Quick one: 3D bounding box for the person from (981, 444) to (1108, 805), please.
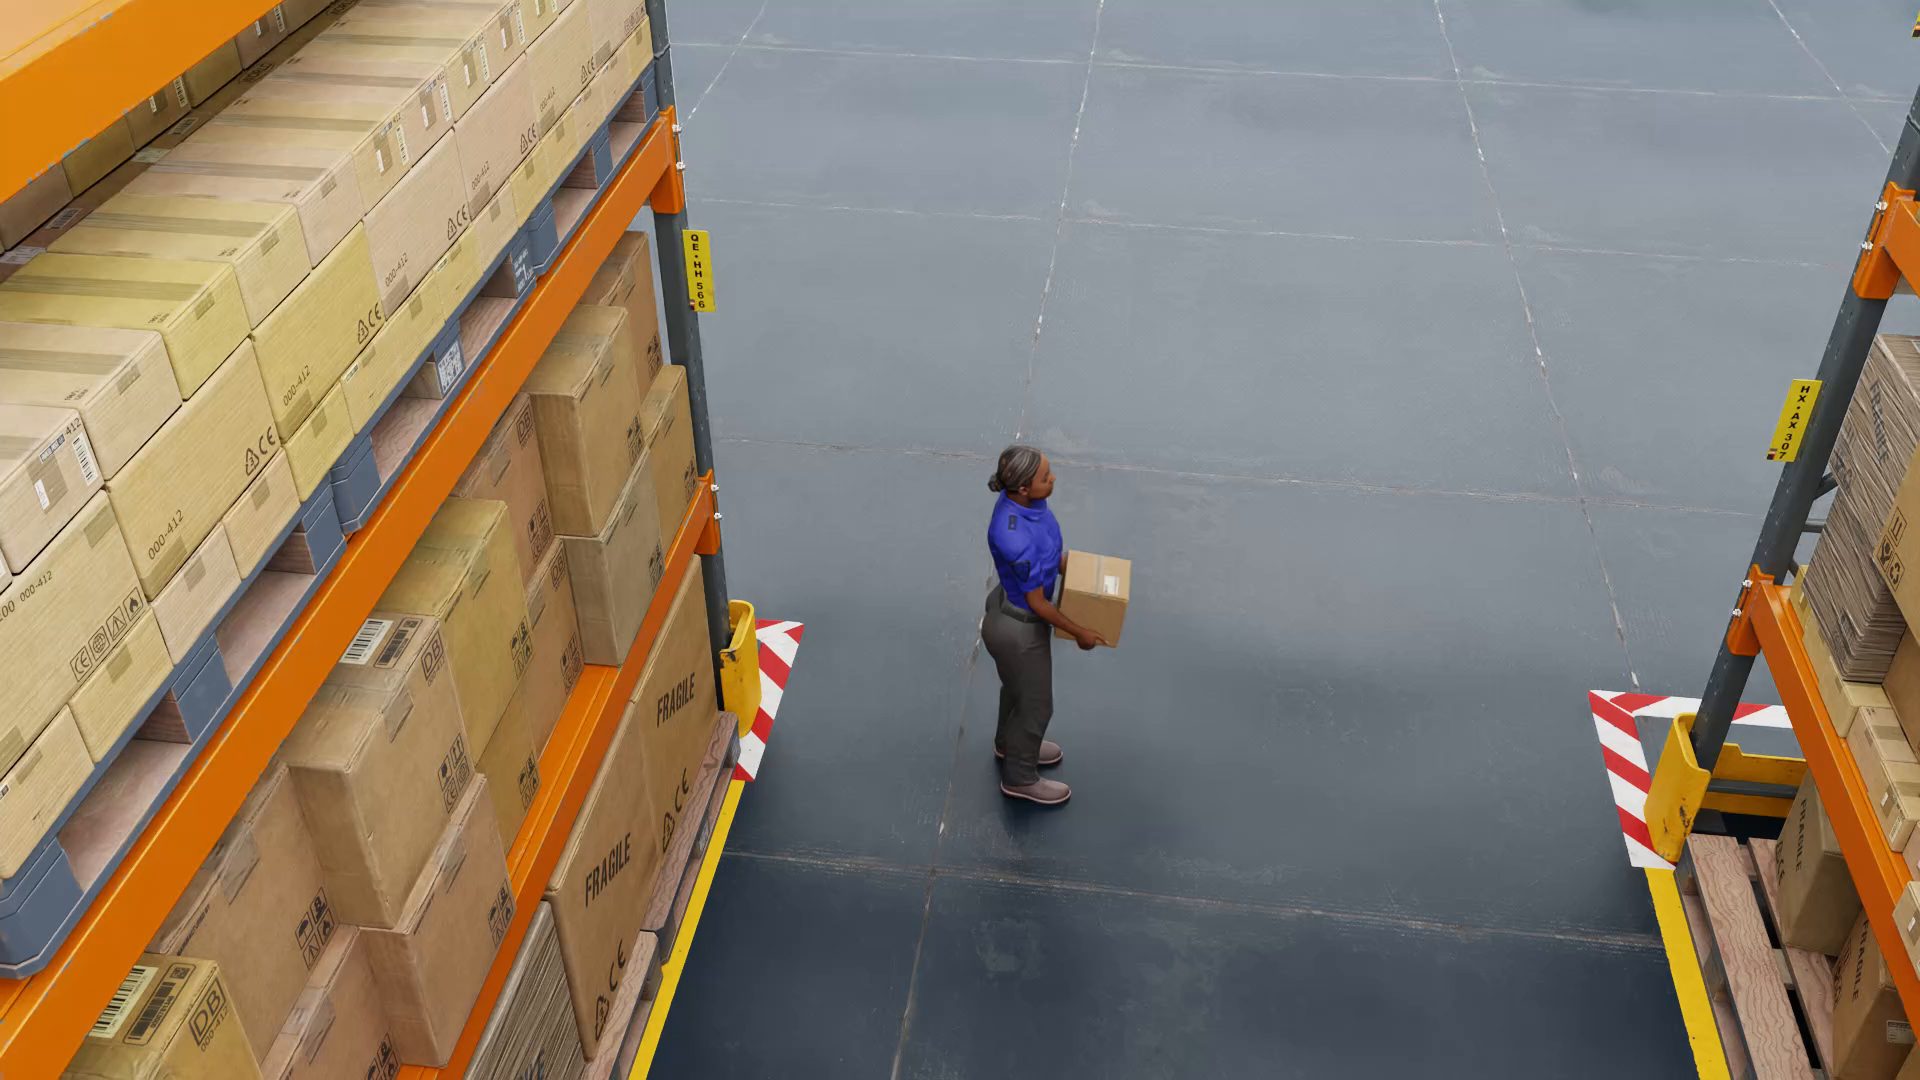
[{"bbox_3d":[0.340,0.338,6.592,0.499,1.657,0.441,4,37,5],"label":"person"}]
